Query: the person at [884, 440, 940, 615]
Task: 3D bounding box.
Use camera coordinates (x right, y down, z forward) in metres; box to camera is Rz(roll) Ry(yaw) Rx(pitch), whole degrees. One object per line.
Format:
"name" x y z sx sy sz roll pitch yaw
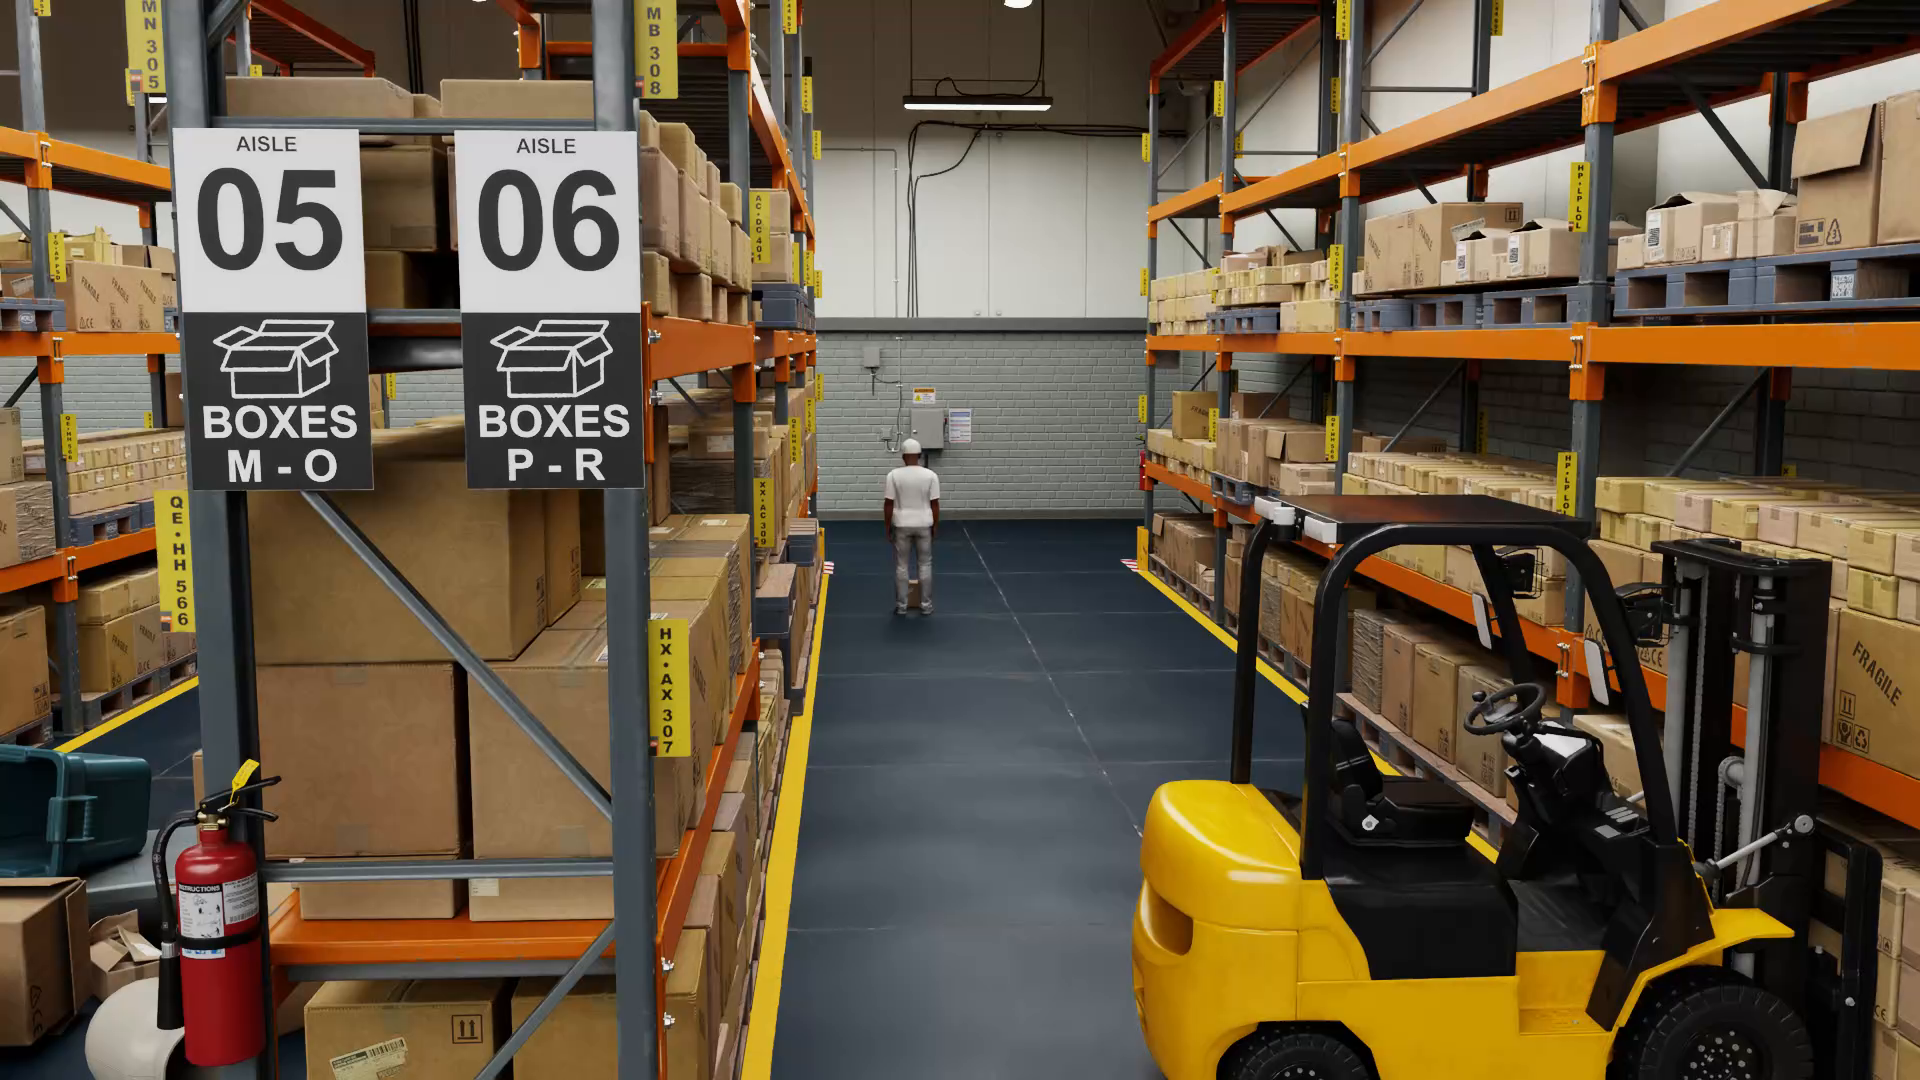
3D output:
"person" -0.488 -0.133 16.767 0.563 1.762 0.355 0 7 -2
